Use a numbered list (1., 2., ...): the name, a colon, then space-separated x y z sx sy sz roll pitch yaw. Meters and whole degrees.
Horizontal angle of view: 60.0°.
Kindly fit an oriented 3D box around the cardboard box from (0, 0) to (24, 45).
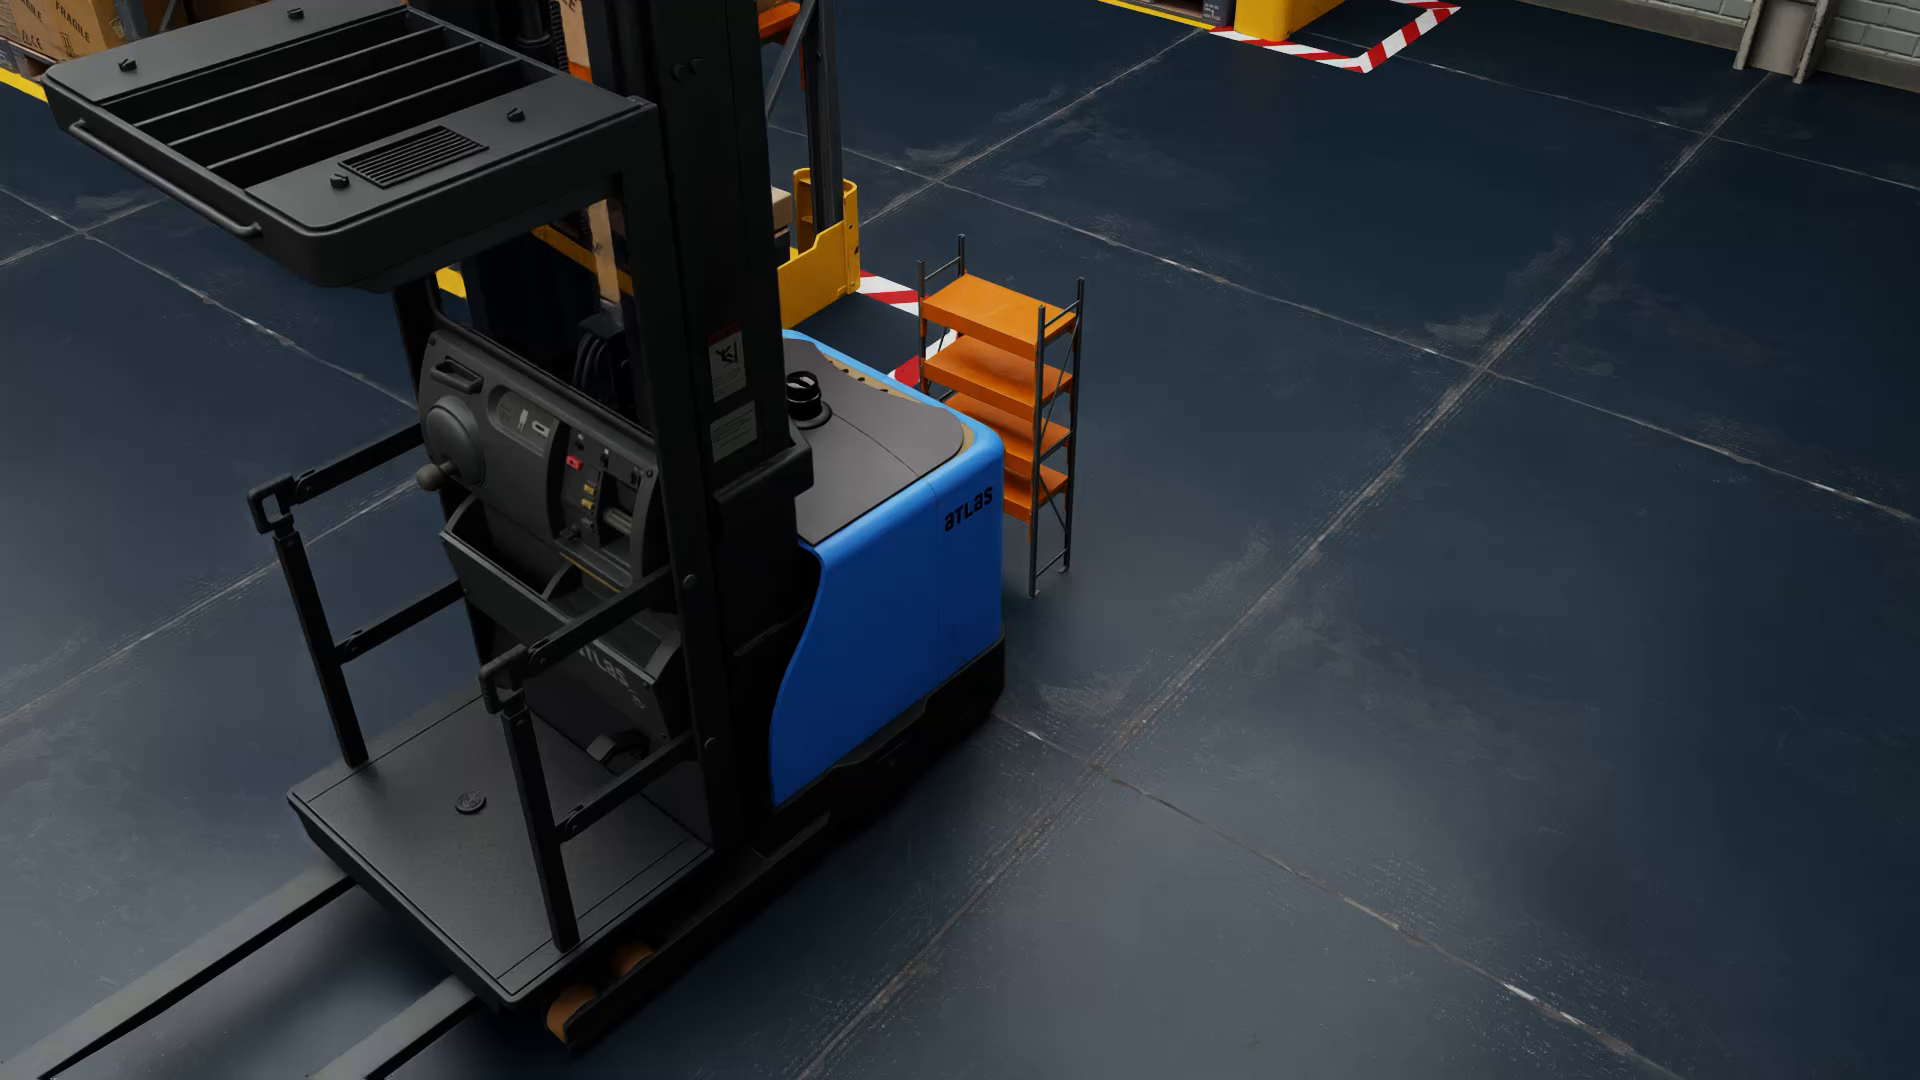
1. cardboard box: -5.398 -3.237 9.622 0.500 0.500 0.500 26 45 29

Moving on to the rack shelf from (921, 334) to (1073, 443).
1. rack shelf: 0.131 -0.534 5.705 0.480 0.148 0.258 25 45 29

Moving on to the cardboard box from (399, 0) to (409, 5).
1. cardboard box: -2.197 -2.584 7.036 0.500 0.500 0.500 26 45 29

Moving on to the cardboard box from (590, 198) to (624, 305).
1. cardboard box: -1.450 -1.400 7.276 0.500 0.500 0.500 25 45 29

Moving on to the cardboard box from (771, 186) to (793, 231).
1. cardboard box: -0.993 -1.504 7.693 0.250 0.149 0.380 25 45 29

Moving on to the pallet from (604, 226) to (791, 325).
1. pallet: -1.563 -1.357 7.812 1.213 0.211 1.003 25 45 29

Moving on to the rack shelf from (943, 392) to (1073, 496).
1. rack shelf: 0.131 -0.357 5.842 0.480 0.148 0.258 25 45 29

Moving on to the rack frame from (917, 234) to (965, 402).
1. rack frame: -0.062 -0.502 5.918 0.015 1.200 0.240 25 45 29

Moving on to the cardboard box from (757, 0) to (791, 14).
1. cardboard box: -1.061 -2.463 6.881 0.500 0.500 0.500 26 45 29

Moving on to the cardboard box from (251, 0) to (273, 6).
1. cardboard box: -3.421 -2.741 8.988 0.500 0.500 0.500 25 45 29

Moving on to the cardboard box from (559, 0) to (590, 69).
1. cardboard box: -1.390 -2.202 6.548 0.500 0.500 0.500 27 45 30

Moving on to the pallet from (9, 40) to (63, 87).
1. pallet: -4.715 -2.814 9.673 1.213 0.211 1.003 25 45 29

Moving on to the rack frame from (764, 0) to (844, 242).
1. rack frame: -0.869 -2.128 6.535 0.127 3.000 1.000 25 45 29

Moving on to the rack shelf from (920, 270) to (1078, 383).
1. rack shelf: 0.131 -0.720 5.559 0.480 0.148 0.258 25 45 29

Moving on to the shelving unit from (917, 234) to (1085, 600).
1. shelving unit: 0.131 -0.410 5.801 0.503 1.200 0.258 25 45 29

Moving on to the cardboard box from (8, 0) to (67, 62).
1. cardboard box: -5.000 -3.049 9.382 0.500 0.500 0.500 25 45 29

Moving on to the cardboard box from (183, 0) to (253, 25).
1. cardboard box: -4.282 -3.116 9.467 0.500 0.500 0.500 23 44 27

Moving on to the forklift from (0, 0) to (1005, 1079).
1. forklift: -1.212 -0.145 4.058 1.130 2.935 3.031 29 46 32

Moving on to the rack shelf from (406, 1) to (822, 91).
1. rack shelf: -2.457 -2.594 7.713 4.000 0.370 1.077 25 45 29

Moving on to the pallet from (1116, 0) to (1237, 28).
1. pallet: 1.455 -3.718 10.828 1.213 0.211 1.003 25 45 29

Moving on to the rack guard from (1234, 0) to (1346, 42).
1. rack guard: 2.157 -3.562 10.394 0.348 0.500 1.175 25 45 29

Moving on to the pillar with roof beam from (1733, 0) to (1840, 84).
1. pillar with roof beam: 2.192 -4.222 4.342 0.400 9.000 9.100 25 45 29

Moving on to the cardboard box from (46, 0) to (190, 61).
1. cardboard box: -4.612 -2.860 9.140 0.500 0.500 0.500 25 44 28

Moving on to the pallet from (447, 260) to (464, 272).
1. pallet: -2.528 -1.814 8.396 1.213 0.211 1.003 25 45 29

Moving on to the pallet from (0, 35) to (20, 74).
1. pallet: -5.688 -3.271 10.257 1.213 0.211 1.003 25 45 29

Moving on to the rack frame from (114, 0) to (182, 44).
1. rack frame: -4.046 -3.626 8.448 0.127 3.000 1.000 25 45 29

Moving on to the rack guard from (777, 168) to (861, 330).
1. rack guard: -0.929 -1.172 7.342 0.348 0.500 1.175 25 45 29

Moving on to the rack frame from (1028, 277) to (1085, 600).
1. rack frame: 0.325 -0.319 5.684 0.015 1.200 0.240 25 45 29

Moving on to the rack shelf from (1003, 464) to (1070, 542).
1. rack shelf: 0.131 -0.201 5.965 0.480 0.148 0.258 25 45 29
